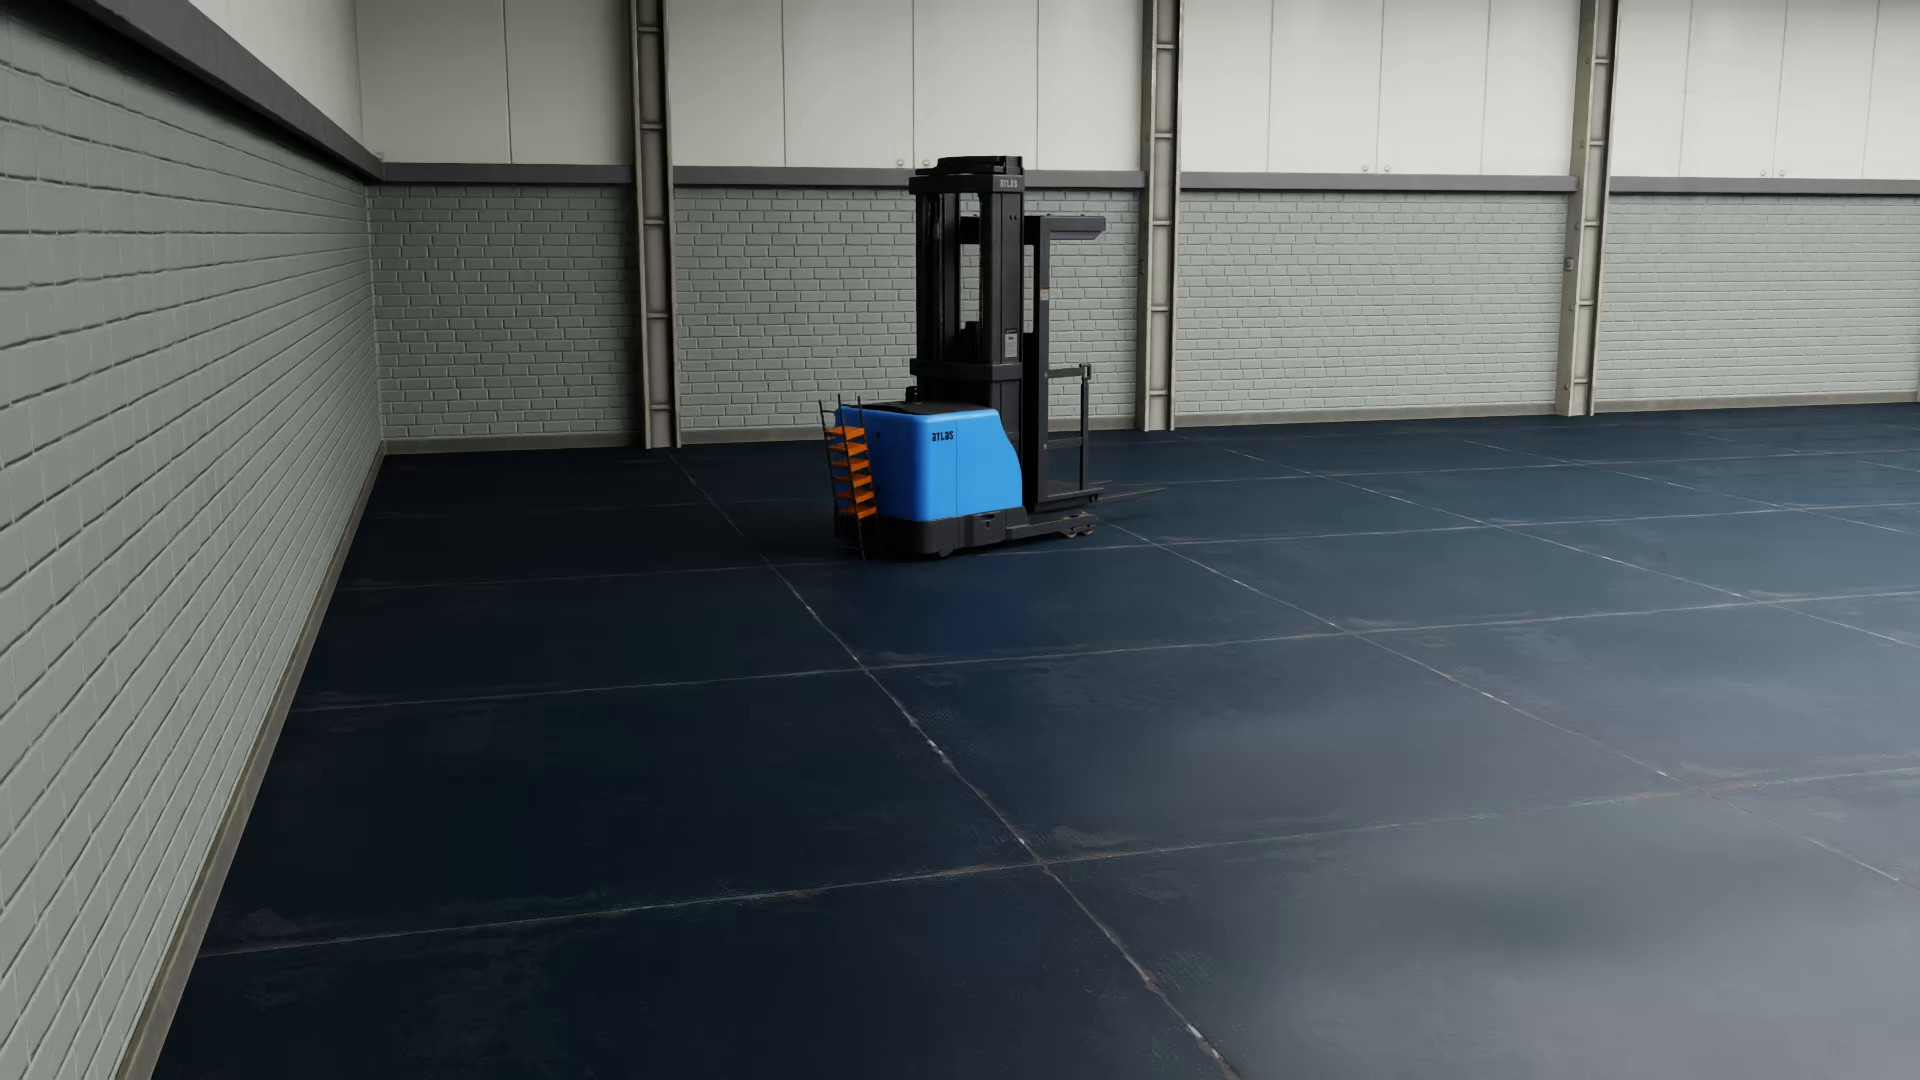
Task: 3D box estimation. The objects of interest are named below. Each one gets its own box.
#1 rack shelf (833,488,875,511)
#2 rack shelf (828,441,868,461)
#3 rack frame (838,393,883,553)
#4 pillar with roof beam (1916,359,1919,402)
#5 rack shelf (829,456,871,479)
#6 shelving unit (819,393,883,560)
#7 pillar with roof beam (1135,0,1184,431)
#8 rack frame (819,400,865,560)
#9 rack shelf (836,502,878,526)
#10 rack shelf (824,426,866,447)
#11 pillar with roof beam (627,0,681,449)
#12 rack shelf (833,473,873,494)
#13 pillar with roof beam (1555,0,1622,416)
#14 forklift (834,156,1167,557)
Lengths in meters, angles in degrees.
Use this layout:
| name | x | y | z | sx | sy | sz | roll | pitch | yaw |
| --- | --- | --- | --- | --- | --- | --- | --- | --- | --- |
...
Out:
| name | x | y | z | sx | sy | sz | roll | pitch | yaw |
| --- | --- | --- | --- | --- | --- | --- | --- | --- | --- |
| rack shelf | -0.778 | -0.305 | 12.241 | 0.258 | 0.103 | 0.180 | 10 | 25 | 44 |
| rack shelf | -0.823 | -0.645 | 12.133 | 0.258 | 0.103 | 0.180 | 10 | 25 | 44 |
| rack frame | -0.734 | -0.488 | 12.251 | 0.240 | 1.200 | 0.006 | 10 | 25 | 44 |
| pillar with roof beam | 15.117 | -5.646 | 18.858 | 0.400 | 9.000 | 9.100 | -3 | 11 | -16 |
| rack shelf | -0.808 | -0.532 | 12.169 | 0.258 | 0.103 | 0.180 | 10 | 25 | 44 |
| shelving unit | -0.798 | -0.461 | 12.192 | 0.258 | 1.200 | 0.189 | 10 | 25 | 44 |
| pillar with roof beam | 3.595 | -5.038 | 15.560 | 0.400 | 9.000 | 9.100 | -3 | 11 | -16 |
| rack frame | -0.863 | -0.433 | 12.132 | 0.240 | 1.200 | 0.006 | 10 | 25 | 44 |
| rack shelf | -0.763 | -0.192 | 12.277 | 0.258 | 0.103 | 0.180 | 10 | 25 | 44 |
| rack shelf | -0.838 | -0.759 | 12.097 | 0.258 | 0.103 | 0.180 | 10 | 25 | 44 |
| pillar with roof beam | -2.166 | -4.735 | 13.910 | 0.400 | 9.000 | 9.100 | -3 | 11 | -16 |
| rack shelf | -0.793 | -0.419 | 12.205 | 0.258 | 0.103 | 0.180 | 10 | 25 | 44 |
| pillar with roof beam | 9.356 | -5.342 | 17.209 | 0.400 | 9.000 | 9.100 | -3 | 11 | -16 |
| forklift | 0.450 | -1.519 | 13.204 | 3.031 | 2.935 | 1.130 | -10 | 14 | -43 |
